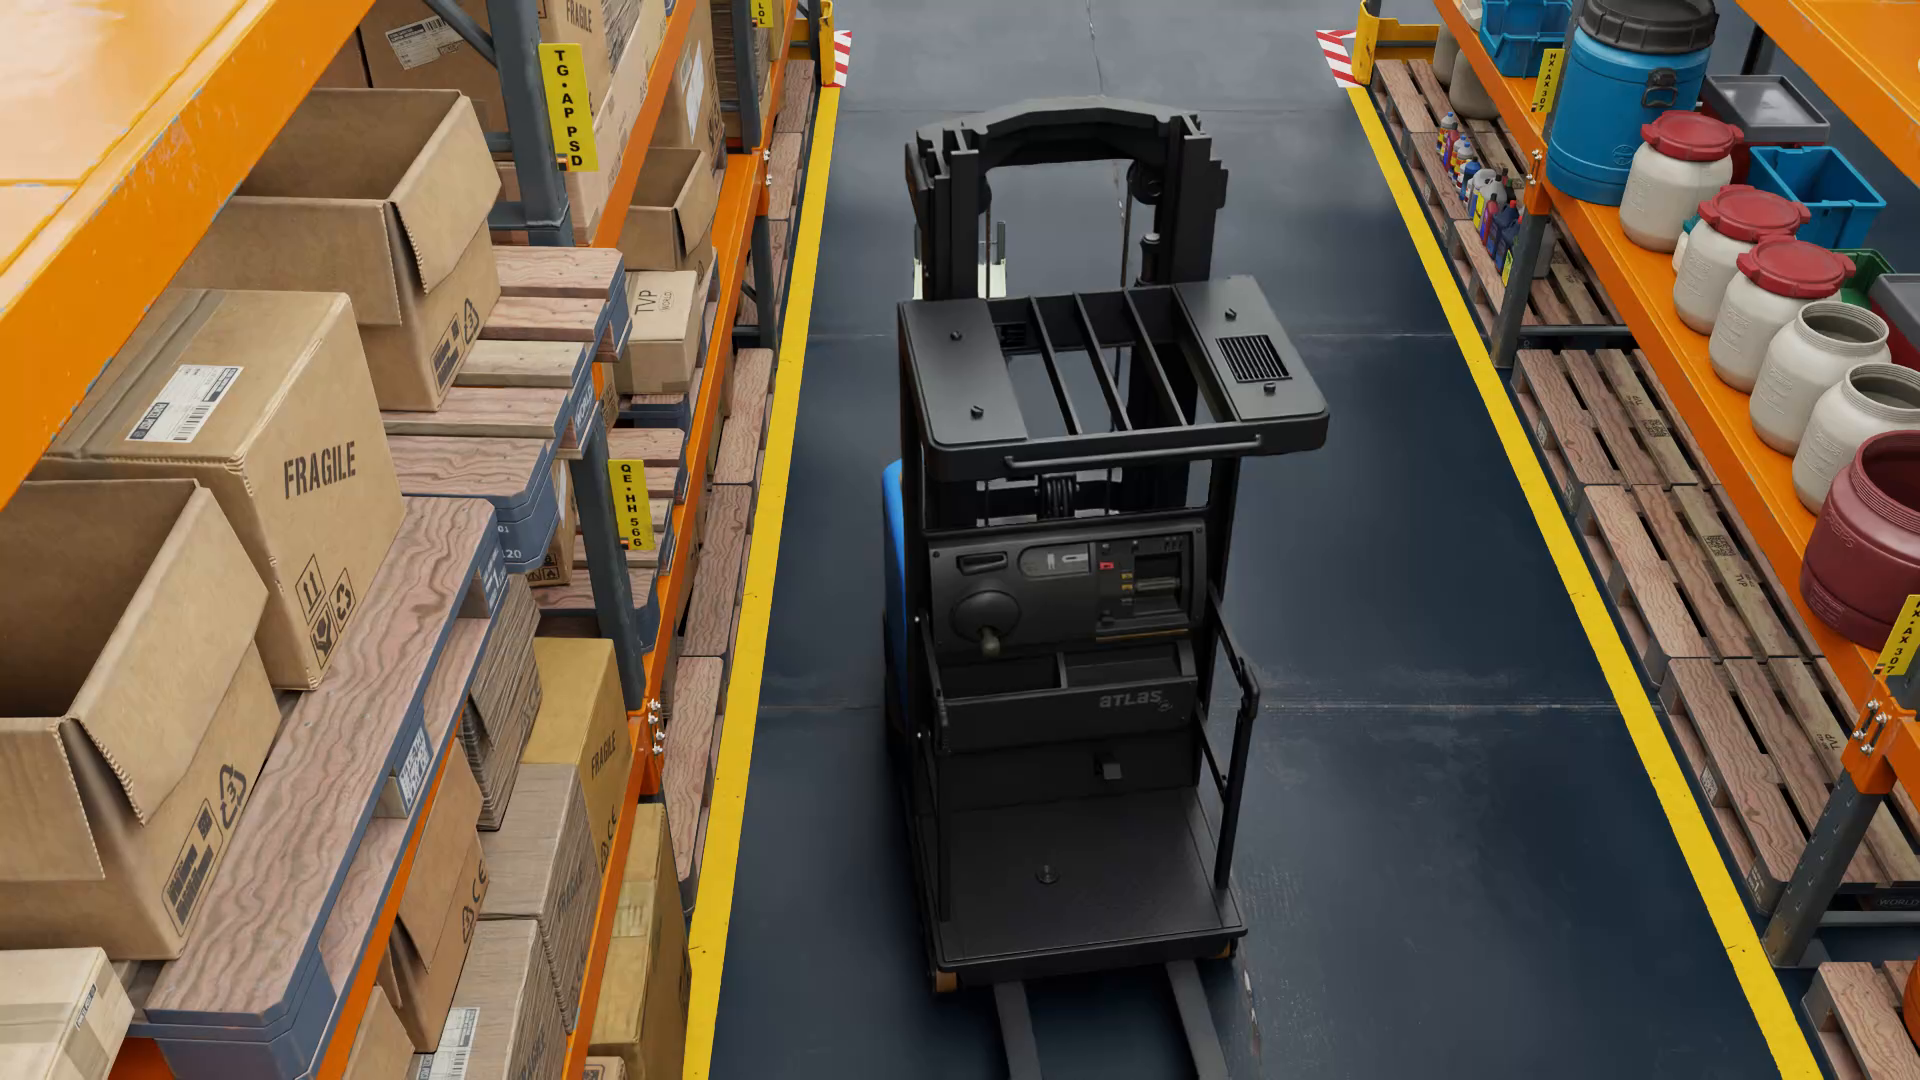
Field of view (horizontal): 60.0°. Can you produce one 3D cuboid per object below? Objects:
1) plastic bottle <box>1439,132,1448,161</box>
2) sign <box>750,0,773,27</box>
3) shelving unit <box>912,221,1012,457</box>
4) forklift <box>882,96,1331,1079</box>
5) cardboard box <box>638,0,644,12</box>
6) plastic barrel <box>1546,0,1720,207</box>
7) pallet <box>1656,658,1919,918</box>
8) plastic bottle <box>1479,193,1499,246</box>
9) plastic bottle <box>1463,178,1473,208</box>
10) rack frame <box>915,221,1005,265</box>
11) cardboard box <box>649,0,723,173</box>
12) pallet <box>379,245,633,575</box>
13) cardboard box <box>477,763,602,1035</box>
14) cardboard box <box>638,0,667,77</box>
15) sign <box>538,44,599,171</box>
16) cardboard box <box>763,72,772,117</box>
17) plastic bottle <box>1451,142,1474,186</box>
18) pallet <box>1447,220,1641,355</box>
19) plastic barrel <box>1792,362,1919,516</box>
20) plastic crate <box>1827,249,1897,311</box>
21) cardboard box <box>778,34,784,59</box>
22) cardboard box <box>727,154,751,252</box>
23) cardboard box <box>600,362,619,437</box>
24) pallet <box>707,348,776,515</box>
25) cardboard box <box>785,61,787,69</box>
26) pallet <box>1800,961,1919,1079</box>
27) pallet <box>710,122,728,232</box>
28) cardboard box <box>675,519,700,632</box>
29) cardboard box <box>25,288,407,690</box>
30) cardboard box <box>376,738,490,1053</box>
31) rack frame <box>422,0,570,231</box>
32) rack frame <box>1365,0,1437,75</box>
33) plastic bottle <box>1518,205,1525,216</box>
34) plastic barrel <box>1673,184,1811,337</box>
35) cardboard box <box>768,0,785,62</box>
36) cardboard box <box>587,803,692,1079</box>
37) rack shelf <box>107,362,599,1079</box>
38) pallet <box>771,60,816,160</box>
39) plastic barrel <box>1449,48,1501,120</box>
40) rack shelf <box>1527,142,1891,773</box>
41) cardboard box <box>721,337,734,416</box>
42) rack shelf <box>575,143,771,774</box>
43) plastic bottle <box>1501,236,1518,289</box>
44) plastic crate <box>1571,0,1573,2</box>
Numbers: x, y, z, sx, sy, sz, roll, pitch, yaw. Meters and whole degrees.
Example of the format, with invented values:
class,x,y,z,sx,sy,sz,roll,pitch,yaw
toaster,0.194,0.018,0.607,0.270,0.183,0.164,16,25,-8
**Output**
class,x,y,z,sx,sy,sz,roll,pitch,yaw
plastic bottle,3.134,-2.531,10.642,0.097,0.201,0.097,0,39,0
sign,-0.950,-2.600,7.915,0.100,0.325,0.005,0,39,0
shelving unit,0.000,-0.589,7.532,0.431,1.500,0.755,0,39,0
forklift,0.395,0.236,5.357,1.130,2.935,3.031,-5,39,-7
cardboard box,-1.248,-1.974,5.182,0.500,0.500,0.500,-1,39,-1
plastic barrel,3.146,-2.103,7.820,0.600,0.901,0.708,0,39,0
pallet,3.491,0.956,6.634,1.003,0.211,1.213,0,39,0
plastic bottle,3.117,-1.885,9.770,0.061,0.283,0.133,2,39,3
plastic bottle,3.135,-2.129,10.139,0.097,0.201,0.097,0,39,0
rack frame,0.000,-0.818,7.817,0.400,1.500,0.023,0,39,0
cardboard box,-1.644,-2.046,7.335,1.000,1.000,1.000,0,39,0
pallet,-1.446,-0.338,3.771,1.213,0.211,1.003,2,39,2
cardboard box,-1.257,0.937,4.348,0.500,0.500,0.500,0,39,0
cardboard box,-1.256,-1.693,5.430,0.500,0.250,0.500,1,39,1
sign,-0.945,-1.043,4.022,0.100,0.325,0.005,0,39,0
cardboard box,-1.191,-2.338,8.716,0.380,0.149,0.250,0,39,0
plastic bottle,3.135,-2.347,10.355,0.097,0.271,0.097,0,39,0
pallet,3.489,-1.481,9.675,1.003,0.211,1.213,0,39,0
plastic barrel,3.238,-0.334,5.925,0.421,0.512,0.421,0,39,0
plastic crate,3.733,-0.977,6.986,0.450,0.188,0.662,0,39,0
cardboard box,-1.188,-2.807,9.301,0.380,0.149,0.250,0,39,0
cardboard box,-1.473,-1.942,9.684,0.500,0.500,0.500,12,40,14
cardboard box,-1.641,-0.534,5.847,0.700,0.500,0.500,5,39,7
pallet,-1.502,-0.570,8.539,1.003,0.211,1.213,0,39,0
cardboard box,-1.525,-3.445,11.559,0.500,0.500,0.500,7,39,8
pallet,3.495,1.934,5.414,1.003,0.211,1.213,0,39,0
pallet,-1.649,-1.593,7.738,1.003,0.211,1.213,0,39,0
cardboard box,-1.542,0.039,7.195,0.700,0.500,0.500,3,39,4
cardboard box,-1.338,-0.096,2.903,0.500,0.500,0.500,2,39,2
cardboard box,-1.517,0.790,3.729,0.797,0.503,0.637,1,39,1
rack frame,-1.500,-1.985,3.277,1.000,3.000,0.127,0,39,0
rack frame,3.444,-4.650,11.400,1.000,3.000,0.127,0,39,0
plastic bottle,3.307,-1.796,9.665,0.152,0.276,0.135,0,39,0
plastic barrel,3.231,-1.145,6.917,0.433,0.535,0.433,0,39,0
cardboard box,-1.409,-2.895,8.891,0.875,0.500,0.500,0,39,0
cardboard box,-1.520,1.453,5.147,1.225,0.875,0.875,-2,39,-2
rack shelf,-1.498,0.717,2.879,1.077,0.370,4.000,0,39,0
pallet,-1.544,-3.003,11.574,1.003,0.211,1.213,0,39,0
plastic barrel,3.521,-3.119,11.142,0.421,0.512,0.421,0,39,0
rack shelf,3.451,-0.618,6.943,1.077,0.370,4.000,0,39,0
cardboard box,-1.526,-0.958,8.439,0.700,0.500,0.500,-3,39,-4
rack shelf,-1.502,-0.614,6.938,1.077,0.370,4.000,0,39,0
plastic bottle,3.118,-1.561,9.366,0.061,0.283,0.133,2,39,2
plastic crate,3.729,-2.915,9.404,0.450,0.188,0.662,0,39,0
